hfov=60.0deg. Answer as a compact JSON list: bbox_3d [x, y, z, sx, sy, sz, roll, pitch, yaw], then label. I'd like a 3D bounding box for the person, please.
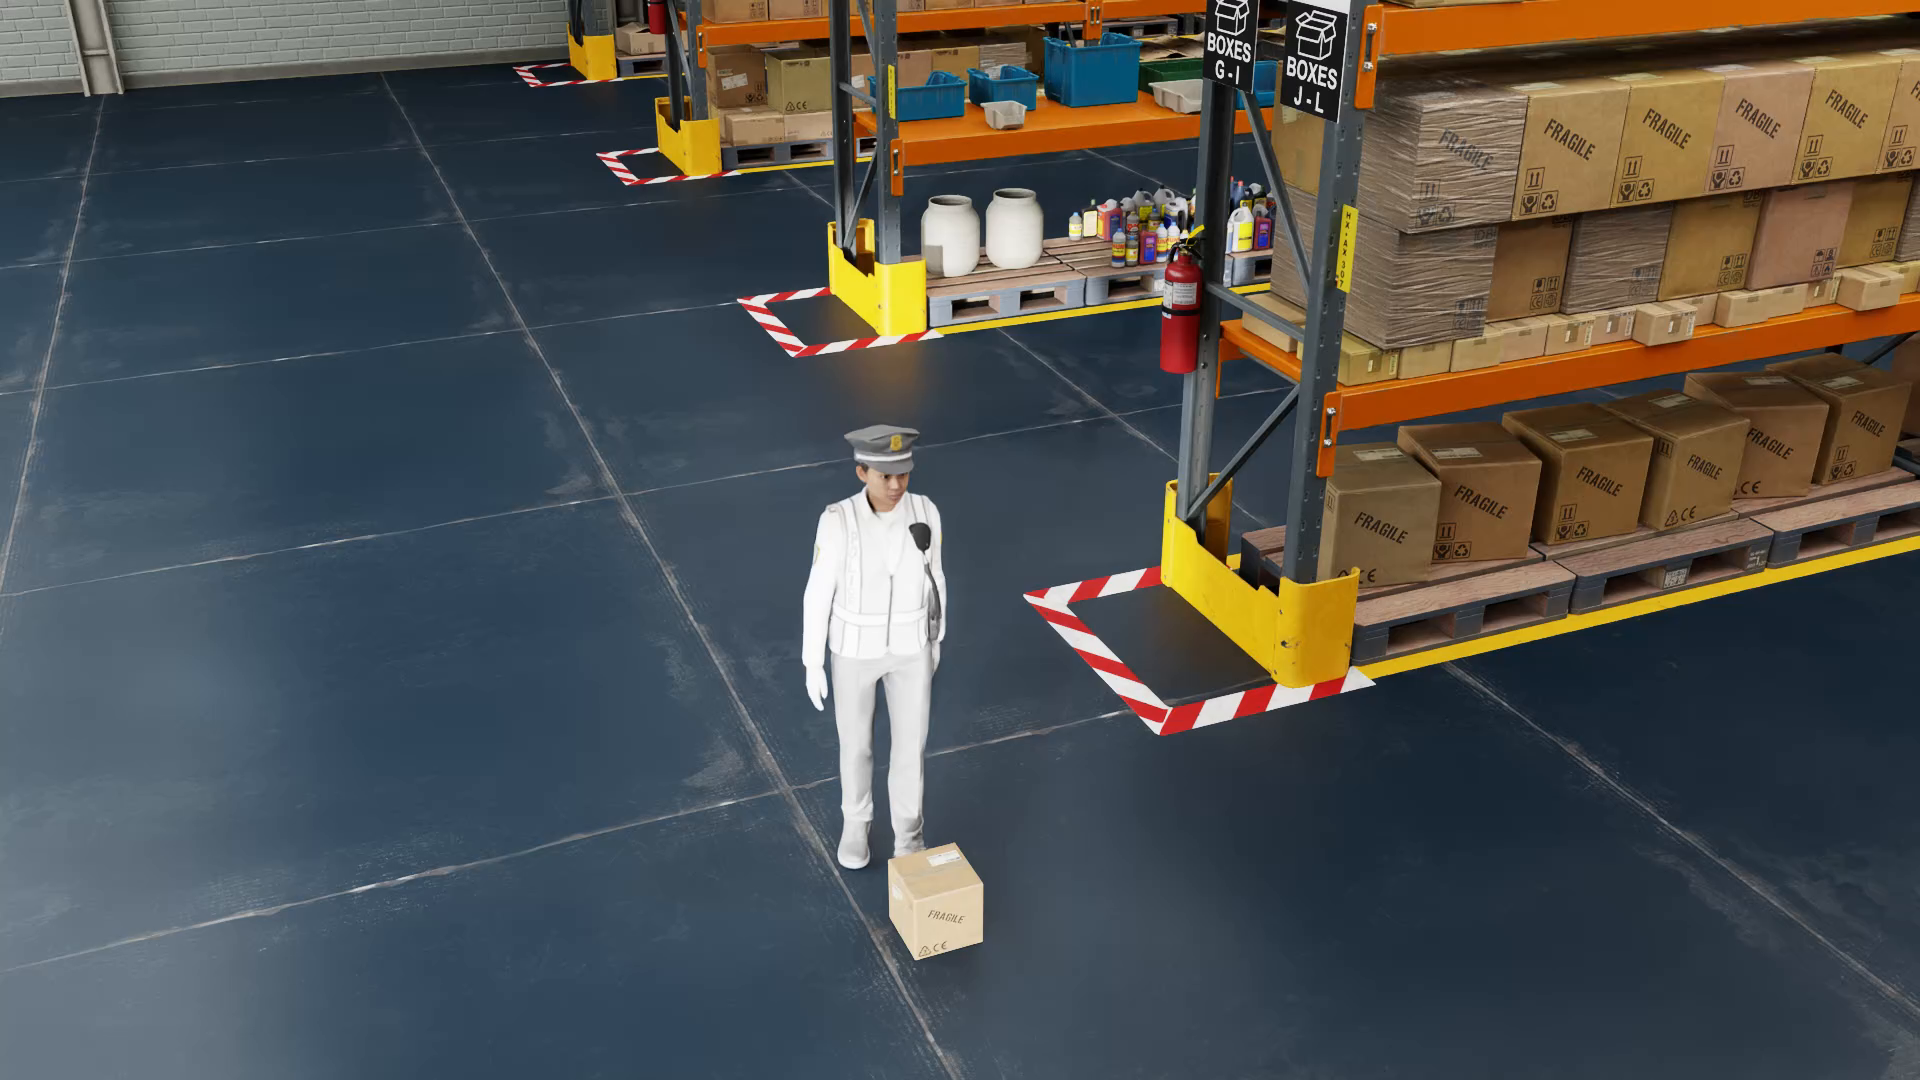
[{"bbox_3d":[-0.274,0.417,5.709,0.534,1.692,0.500,-6,27,-13],"label":"person"}]
